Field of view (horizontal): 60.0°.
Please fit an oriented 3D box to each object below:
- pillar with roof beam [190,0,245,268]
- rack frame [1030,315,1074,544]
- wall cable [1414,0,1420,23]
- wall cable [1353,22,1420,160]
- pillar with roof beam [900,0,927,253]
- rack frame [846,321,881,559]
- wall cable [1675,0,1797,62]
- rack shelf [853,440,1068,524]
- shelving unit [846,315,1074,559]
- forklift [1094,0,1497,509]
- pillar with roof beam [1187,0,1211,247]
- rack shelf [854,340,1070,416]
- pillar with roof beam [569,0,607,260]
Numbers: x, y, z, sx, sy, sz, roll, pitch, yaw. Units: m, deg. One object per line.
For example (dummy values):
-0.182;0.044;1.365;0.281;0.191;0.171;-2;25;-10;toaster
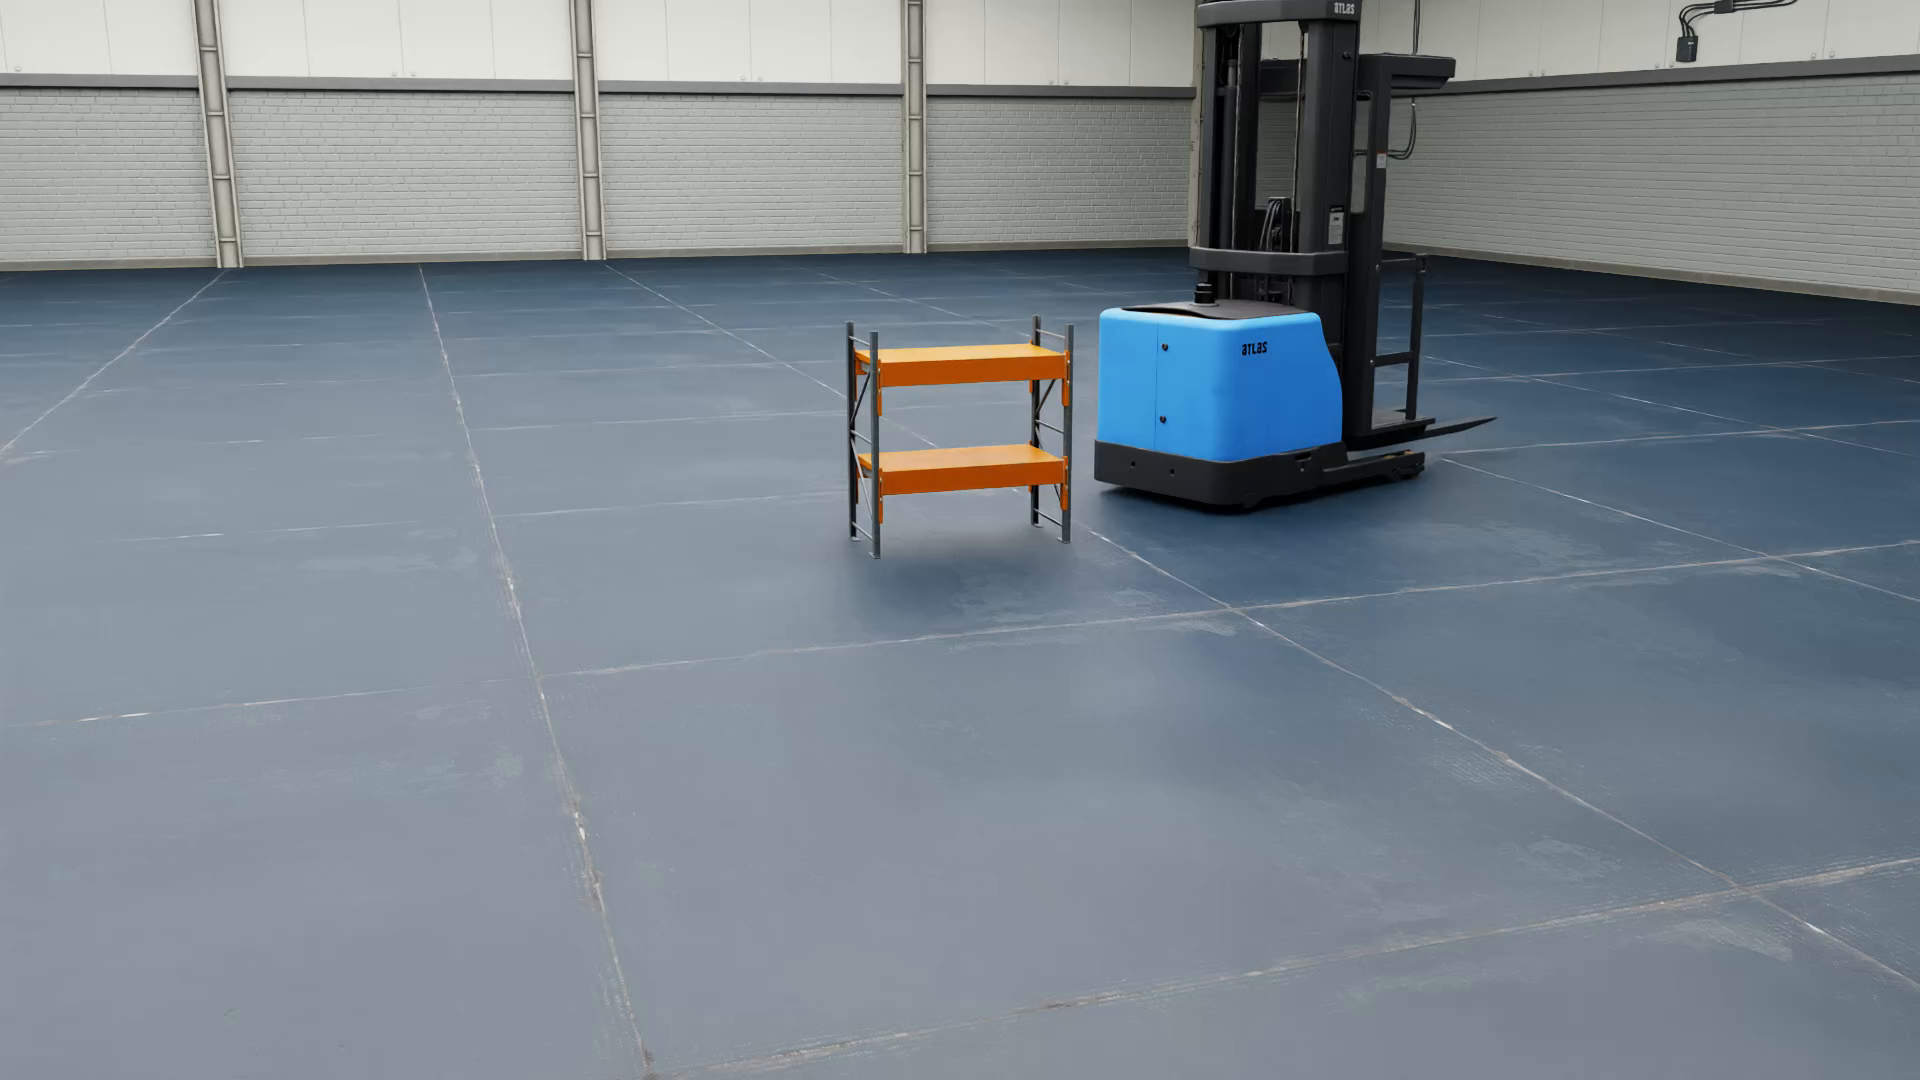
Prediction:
-10.864;-8.018;22.906;0.400;9.000;9.100;-4;14;-18;pillar with roof beam
0.475;-0.584;8.668;0.032;1.125;0.500;-4;14;-18;rack frame
8.900;-10.571;29.436;0.112;2.526;3.097;-4;14;-18;wall cable
8.037;-8.708;32.515;0.112;2.526;3.097;-4;14;-18;wall cable
0.510;-8.904;26.630;0.400;9.000;9.100;-4;14;-18;pillar with roof beam
-0.488;-0.509;8.353;0.032;1.125;0.500;-4;14;-18;rack frame
11.050;-9.790;23.004;0.169;6.003;2.305;-4;14;-18;wall cable
-0.006;-0.309;8.567;1.000;0.278;0.538;-4;14;-18;rack shelf
-0.006;-0.547;8.511;1.048;1.125;0.538;-4;14;-18;shelving unit
2.235;-1.859;10.122;3.031;2.935;1.130;-11;18;-40;forklift
6.196;-9.347;28.491;0.400;9.000;9.100;-4;14;-18;pillar with roof beam
-0.006;-0.831;8.443;1.000;0.278;0.538;-4;14;-18;rack shelf
-5.177;-8.461;24.768;0.400;9.000;9.100;-4;14;-18;pillar with roof beam
